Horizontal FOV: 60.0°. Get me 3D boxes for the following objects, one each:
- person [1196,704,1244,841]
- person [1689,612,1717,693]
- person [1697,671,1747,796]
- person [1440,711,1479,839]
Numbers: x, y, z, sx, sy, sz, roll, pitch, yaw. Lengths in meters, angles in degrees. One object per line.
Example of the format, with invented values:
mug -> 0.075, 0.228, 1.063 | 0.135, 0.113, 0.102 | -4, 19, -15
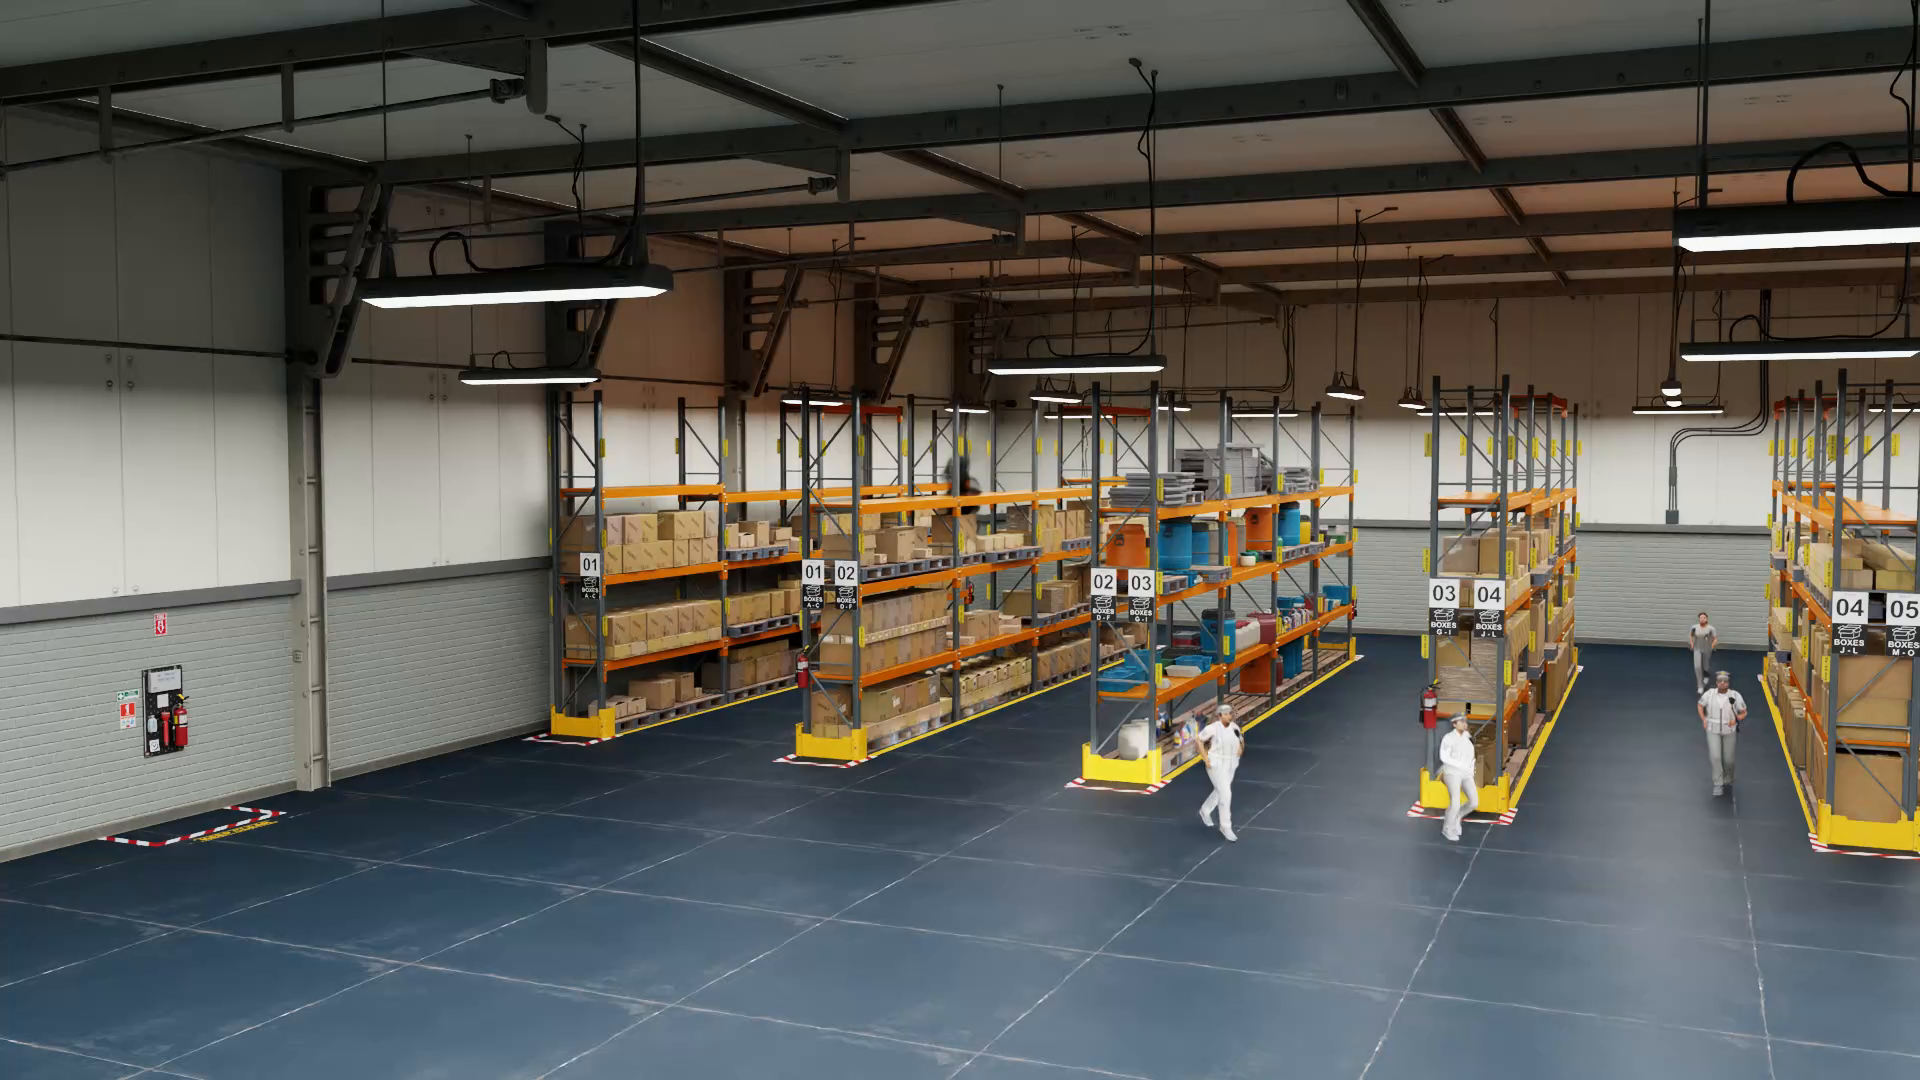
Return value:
person -> 3.415, 2.975, 21.612 | 0.610, 1.685, 0.839 | -2, 4, -33
person -> 15.314, 2.298, 34.288 | 0.548, 1.641, 0.795 | 2, 4, 29
person -> 11.095, 2.782, 24.232 | 0.670, 1.782, 0.789 | 2, 4, 26
person -> 6.411, 2.998, 21.199 | 0.657, 1.666, 0.575 | -2, 4, -26
